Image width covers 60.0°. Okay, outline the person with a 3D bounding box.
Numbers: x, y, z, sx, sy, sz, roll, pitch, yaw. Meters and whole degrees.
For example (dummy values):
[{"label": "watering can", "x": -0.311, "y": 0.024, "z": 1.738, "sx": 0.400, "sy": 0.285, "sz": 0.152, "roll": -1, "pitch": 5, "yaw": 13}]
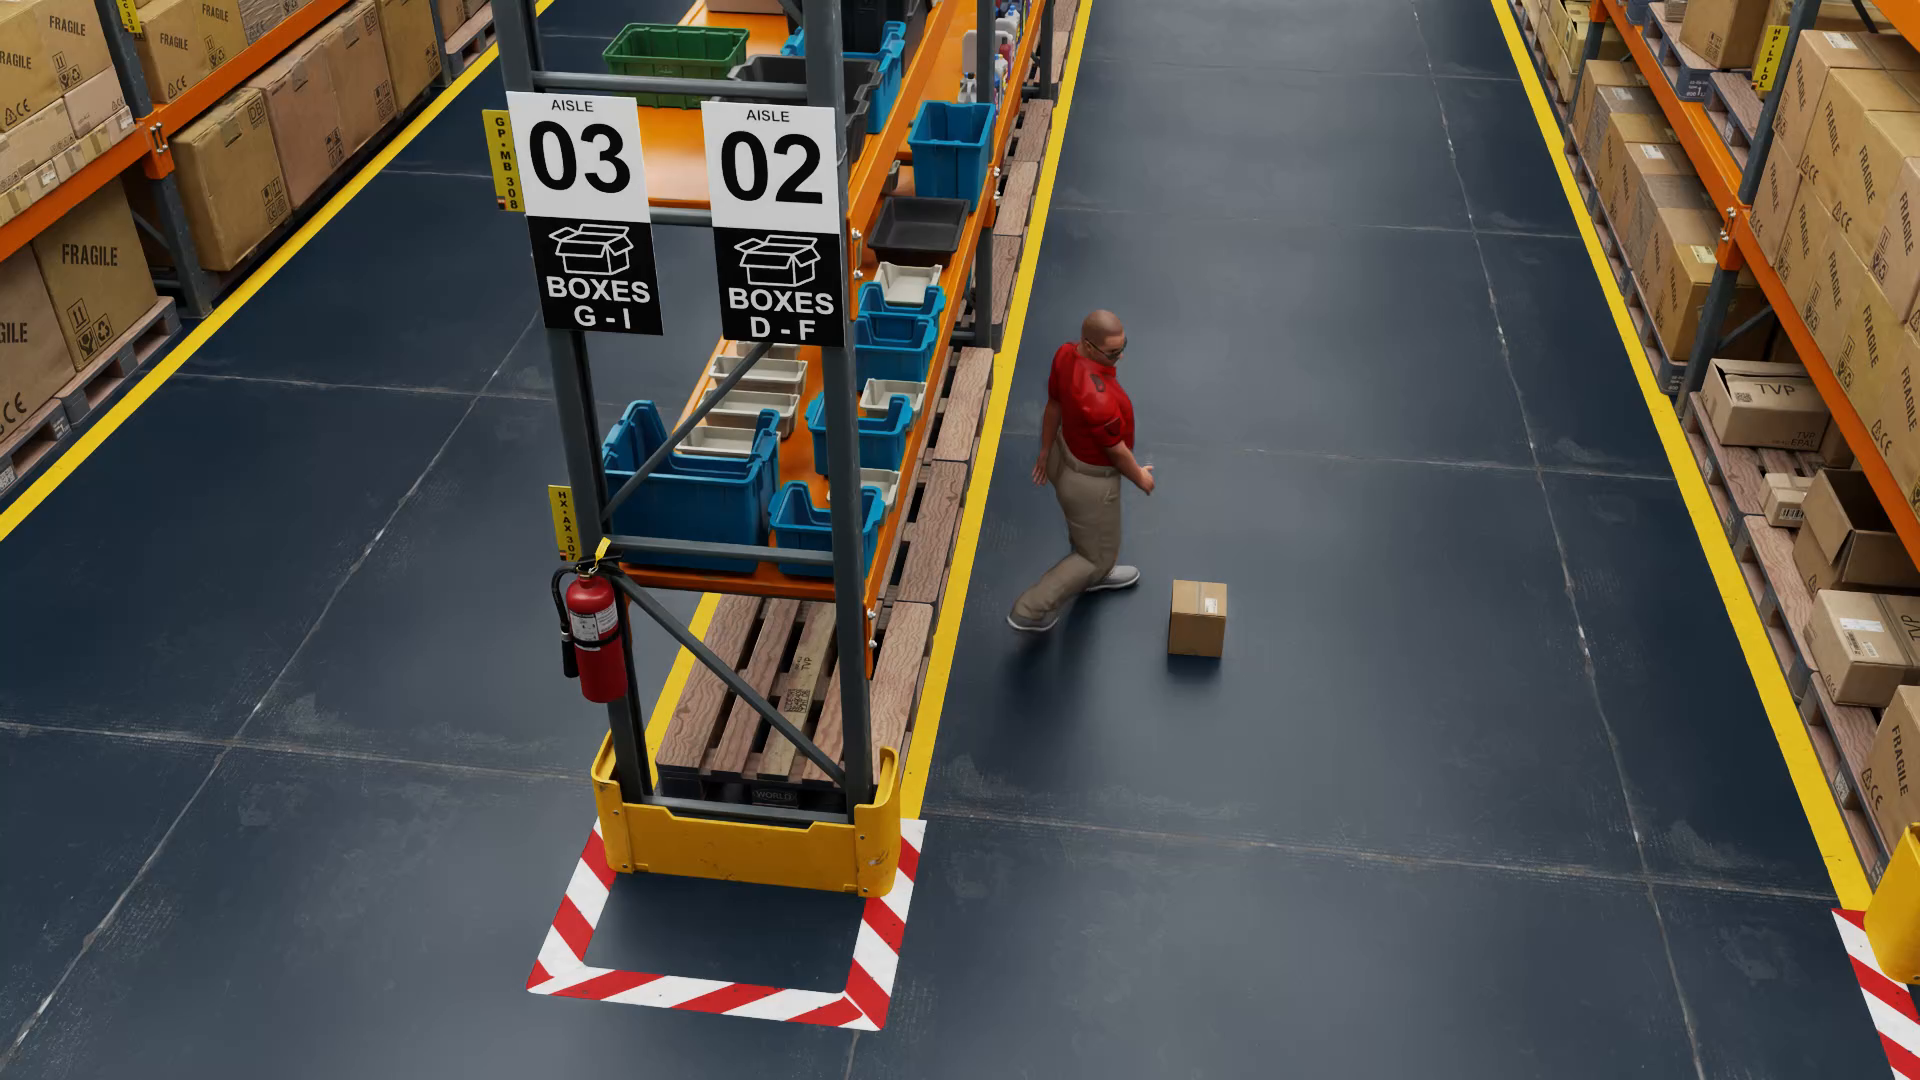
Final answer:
[{"label": "person", "x": 0.555, "y": -0.310, "z": 7.491, "sx": 0.787, "sy": 1.687, "sz": 0.591, "roll": -8, "pitch": 37, "yaw": -11}]
